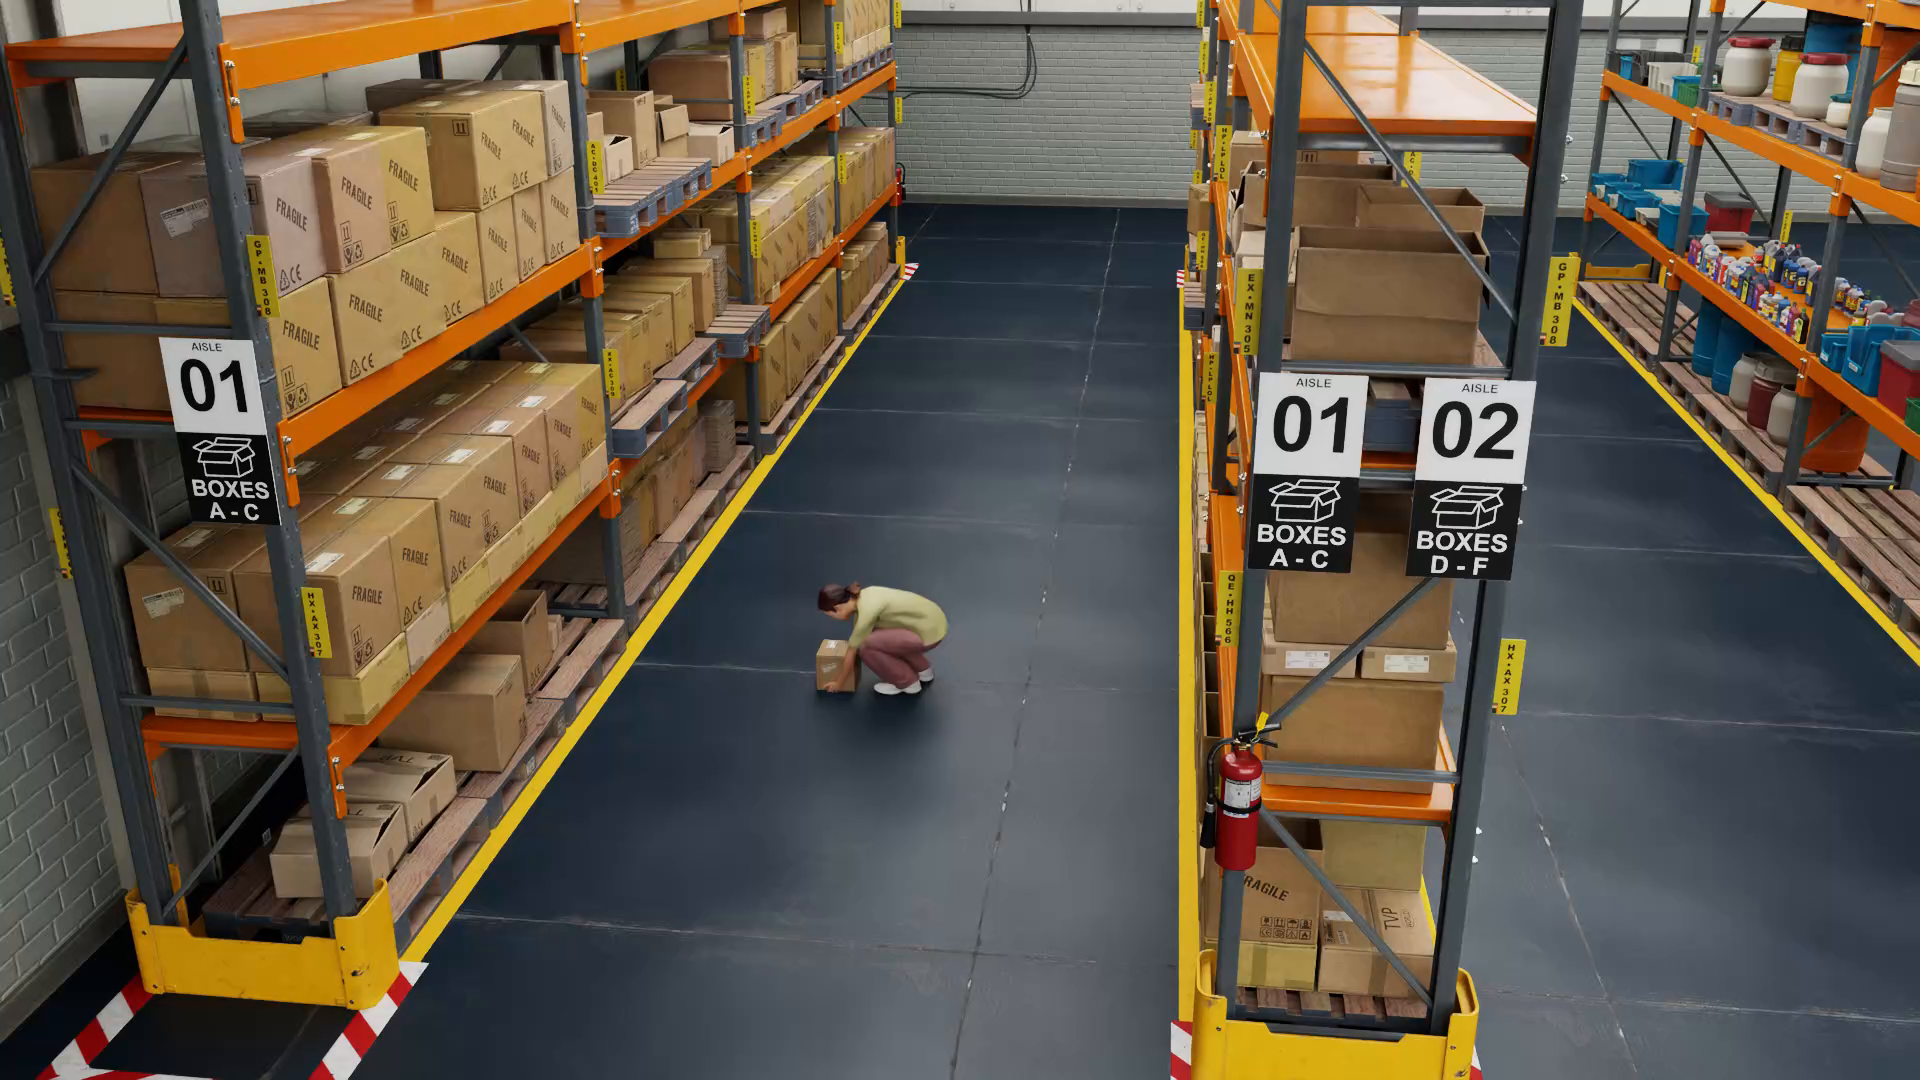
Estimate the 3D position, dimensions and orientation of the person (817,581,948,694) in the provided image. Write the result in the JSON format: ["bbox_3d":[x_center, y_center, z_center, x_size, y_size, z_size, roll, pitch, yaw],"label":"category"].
[{"bbox_3d":[-0.500,0.638,10.824,0.839,0.810,0.463,2,21,6],"label":"person"}]
